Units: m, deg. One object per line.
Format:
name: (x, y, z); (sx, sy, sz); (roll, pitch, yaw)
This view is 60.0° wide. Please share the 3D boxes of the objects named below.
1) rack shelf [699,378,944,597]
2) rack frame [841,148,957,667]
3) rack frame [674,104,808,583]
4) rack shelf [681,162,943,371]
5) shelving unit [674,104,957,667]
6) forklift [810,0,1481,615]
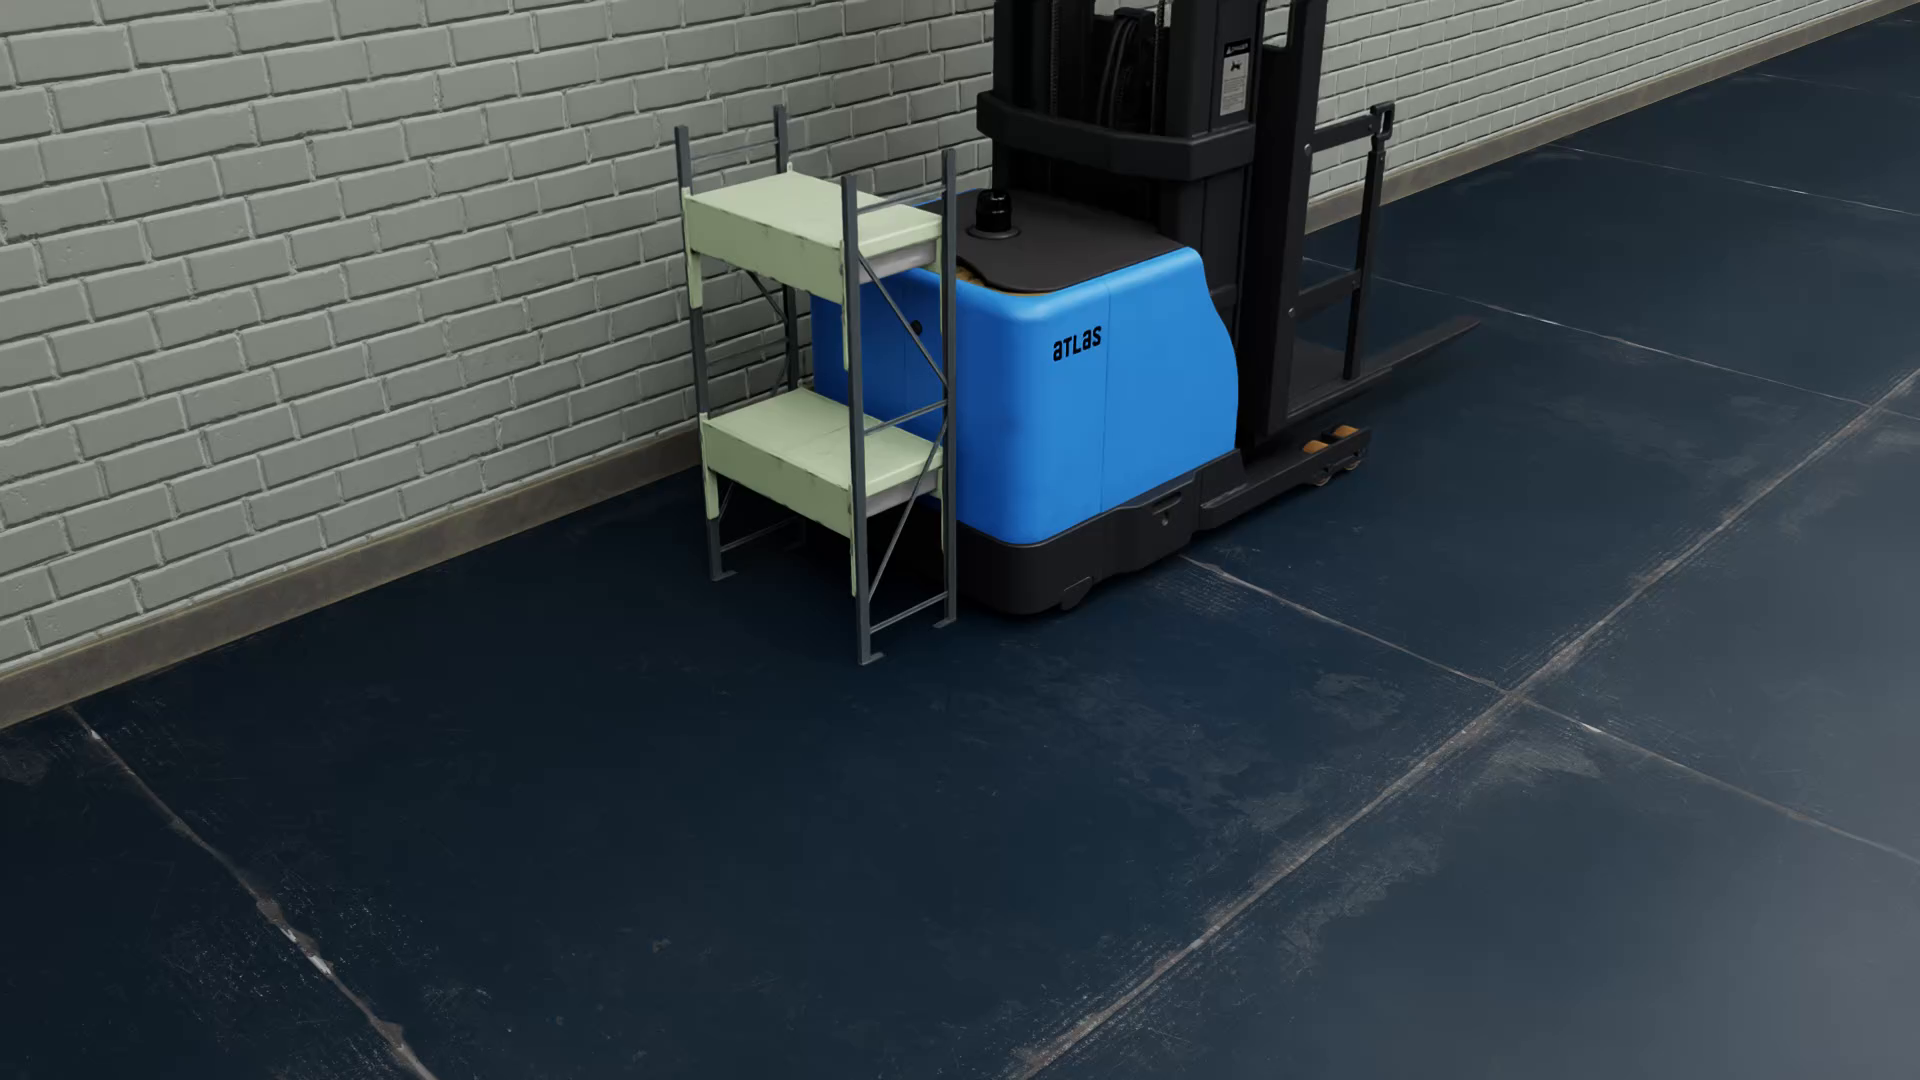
rack shelf: (-0.418, -0.181, 5.184); (0.431, 0.370, 0.720); (-25, 36, -38)
rack frame: (-0.161, -0.349, 4.801); (0.400, 1.500, 0.023); (-25, 36, -38)
rack frame: (-0.675, -0.591, 5.262); (0.400, 1.500, 0.023); (-25, 36, -38)
rack shelf: (-0.418, -0.815, 4.850); (0.431, 0.370, 0.720); (-25, 36, -38)
shelving unit: (-0.418, -0.470, 5.032); (0.431, 1.500, 0.755); (-25, 36, -38)
forklift: (0.899, -1.649, 5.736); (3.031, 2.935, 1.130); (-25, 36, -38)
